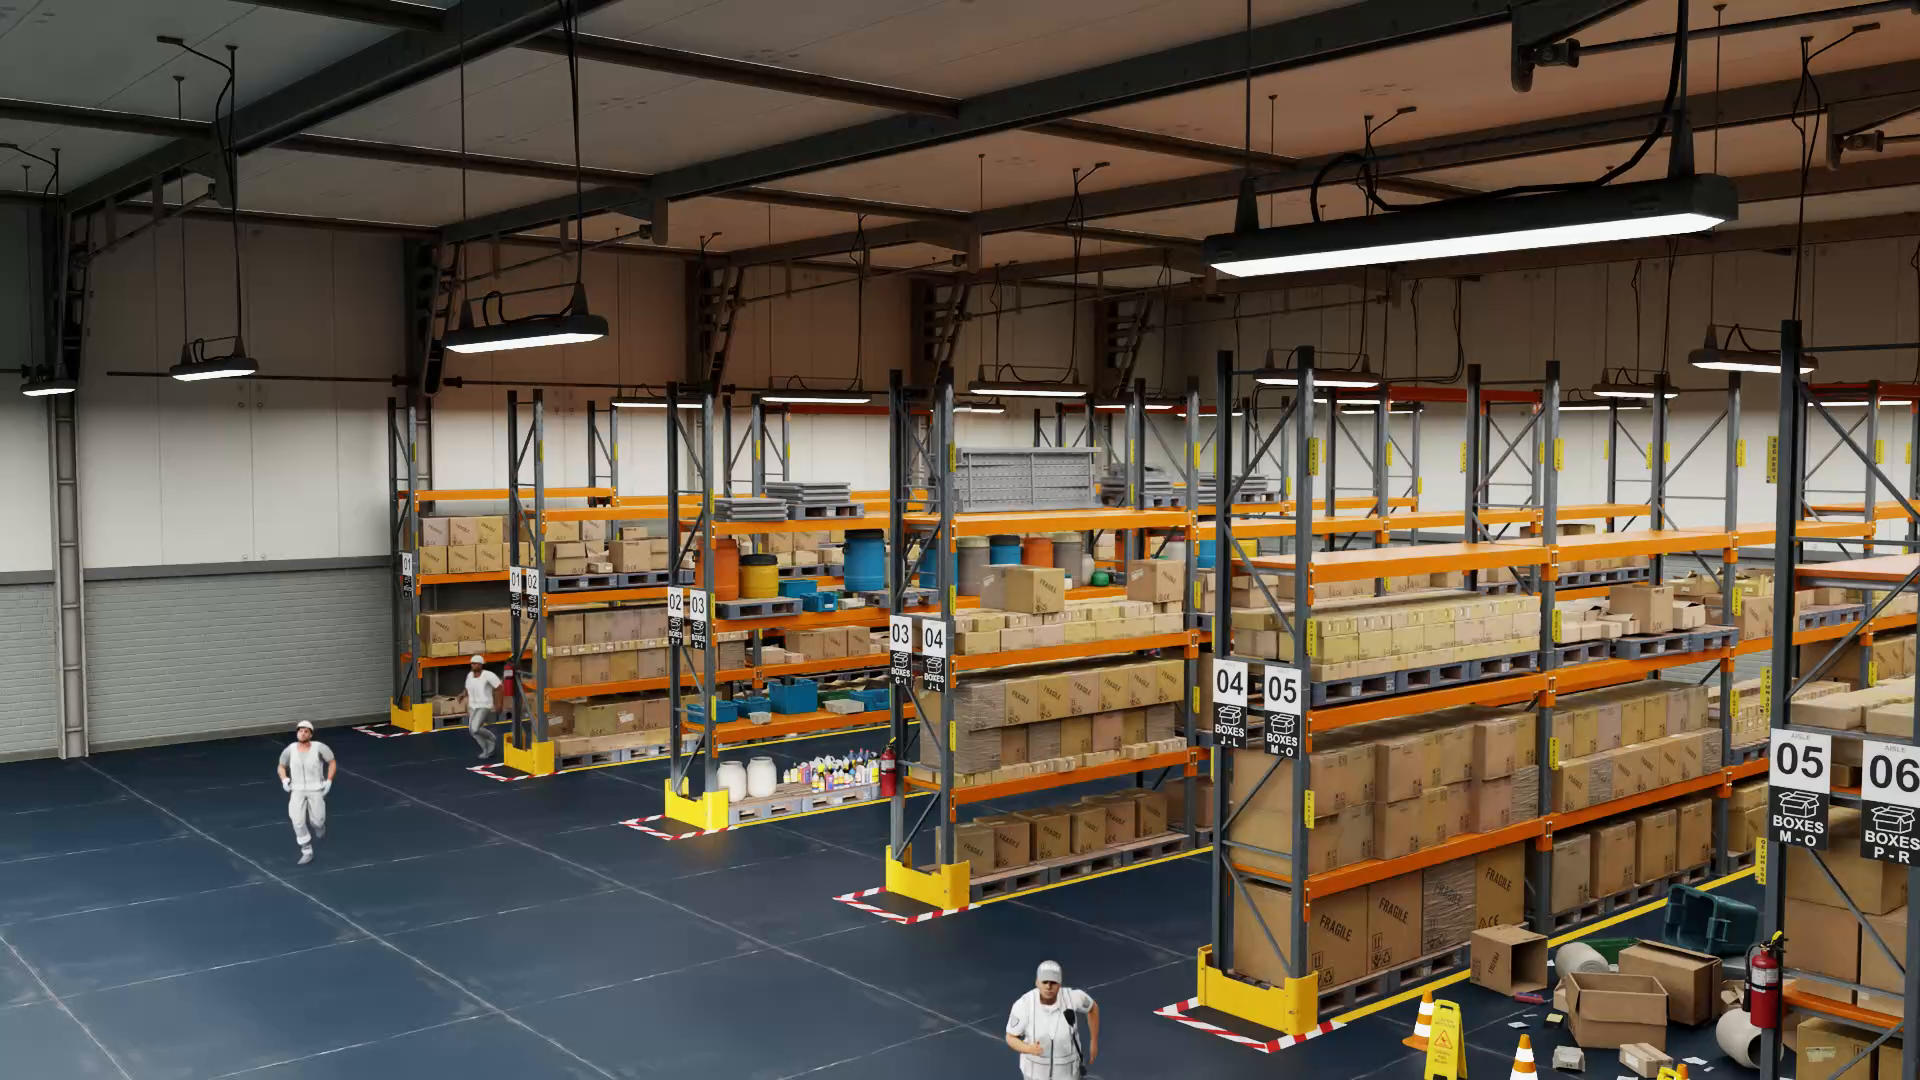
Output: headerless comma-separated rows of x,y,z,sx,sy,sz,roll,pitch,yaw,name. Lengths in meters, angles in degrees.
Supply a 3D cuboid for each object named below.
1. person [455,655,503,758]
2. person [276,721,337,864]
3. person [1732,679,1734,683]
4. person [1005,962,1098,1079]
-7.871,2.726,27.106,0.704,1.711,0.676,2,4,28,person
-8.083,3.098,20.573,0.699,1.738,0.619,-1,3,-14,person
11.379,2.884,24.581,0.889,1.725,0.670,-2,4,-36,person
0.627,3.683,11.358,0.627,1.712,0.858,0,3,4,person
